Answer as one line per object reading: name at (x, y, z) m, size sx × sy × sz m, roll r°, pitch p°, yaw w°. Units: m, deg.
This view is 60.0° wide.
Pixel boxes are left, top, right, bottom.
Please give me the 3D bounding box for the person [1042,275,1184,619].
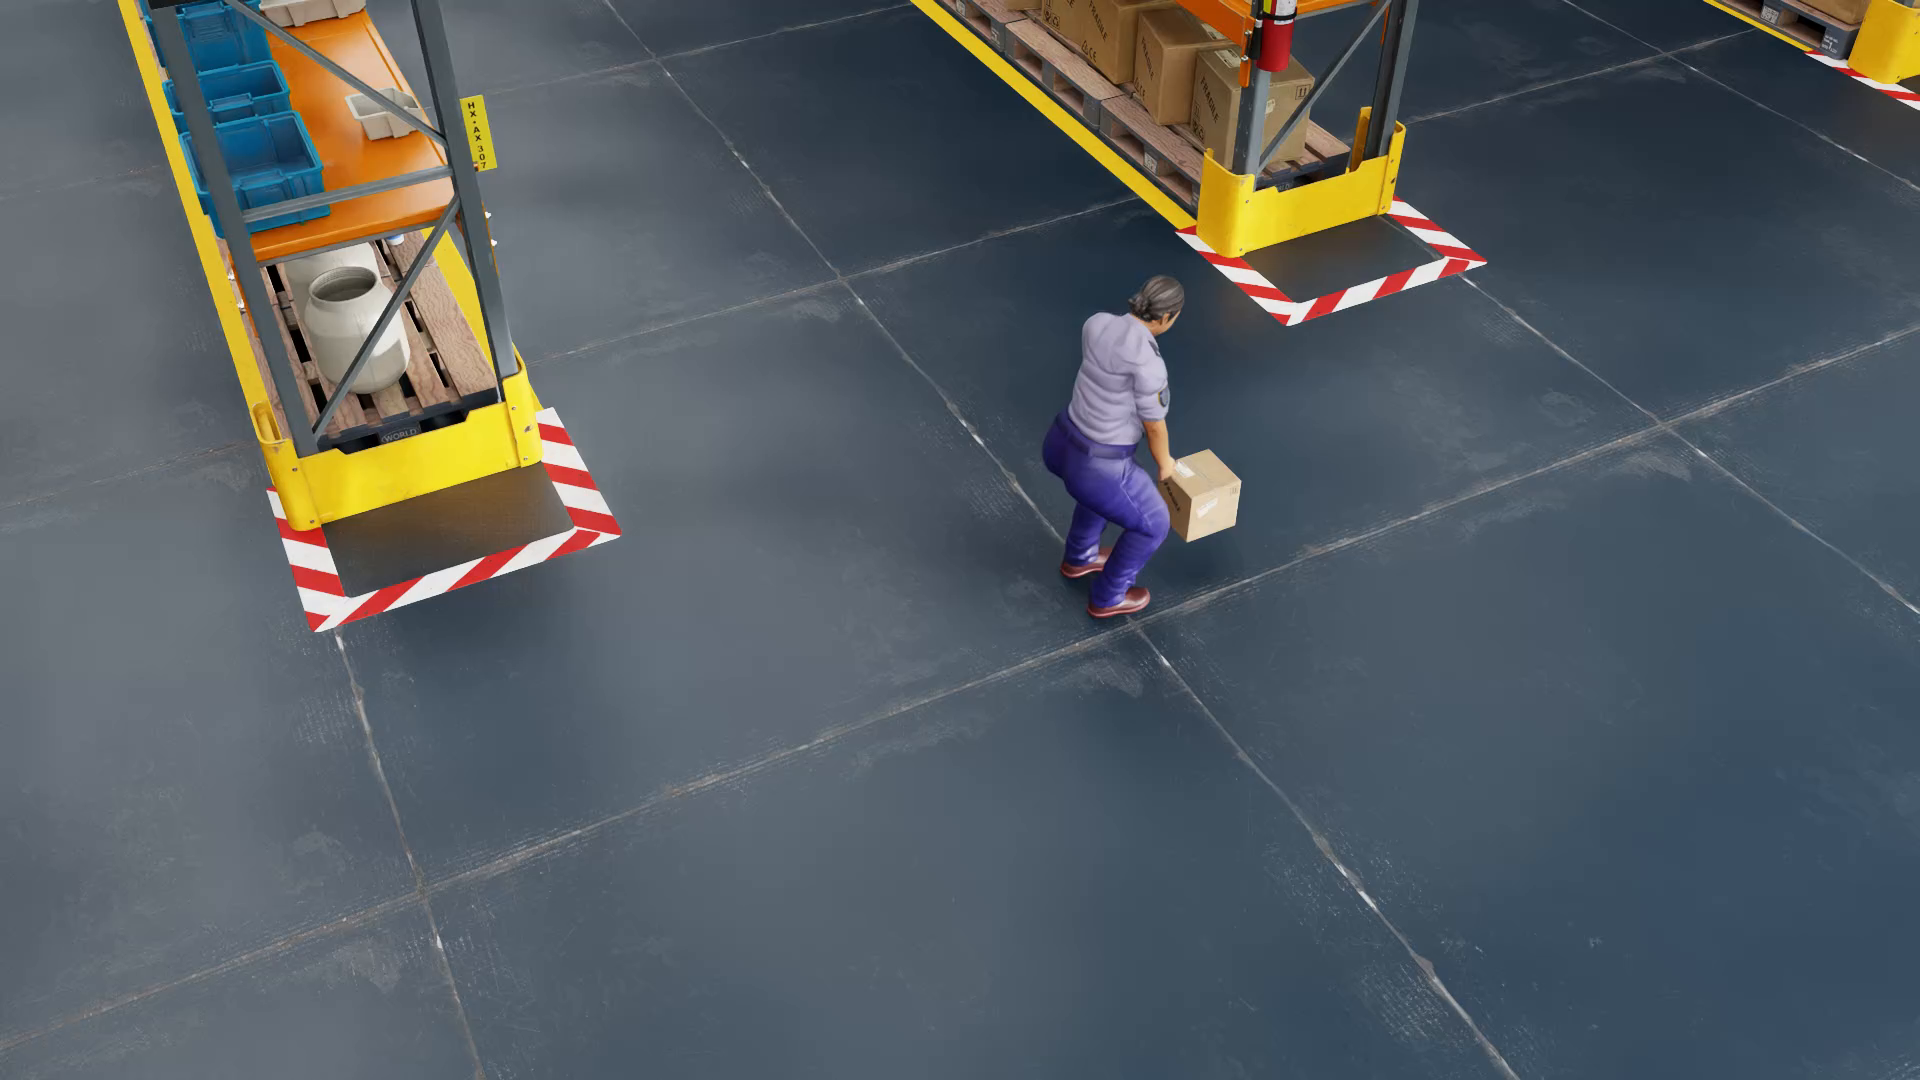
person at (0.606, -0.374, 6.722) m, size 0.551 × 1.490 × 0.525 m, roll -18°, pitch 45°, yaw -20°
